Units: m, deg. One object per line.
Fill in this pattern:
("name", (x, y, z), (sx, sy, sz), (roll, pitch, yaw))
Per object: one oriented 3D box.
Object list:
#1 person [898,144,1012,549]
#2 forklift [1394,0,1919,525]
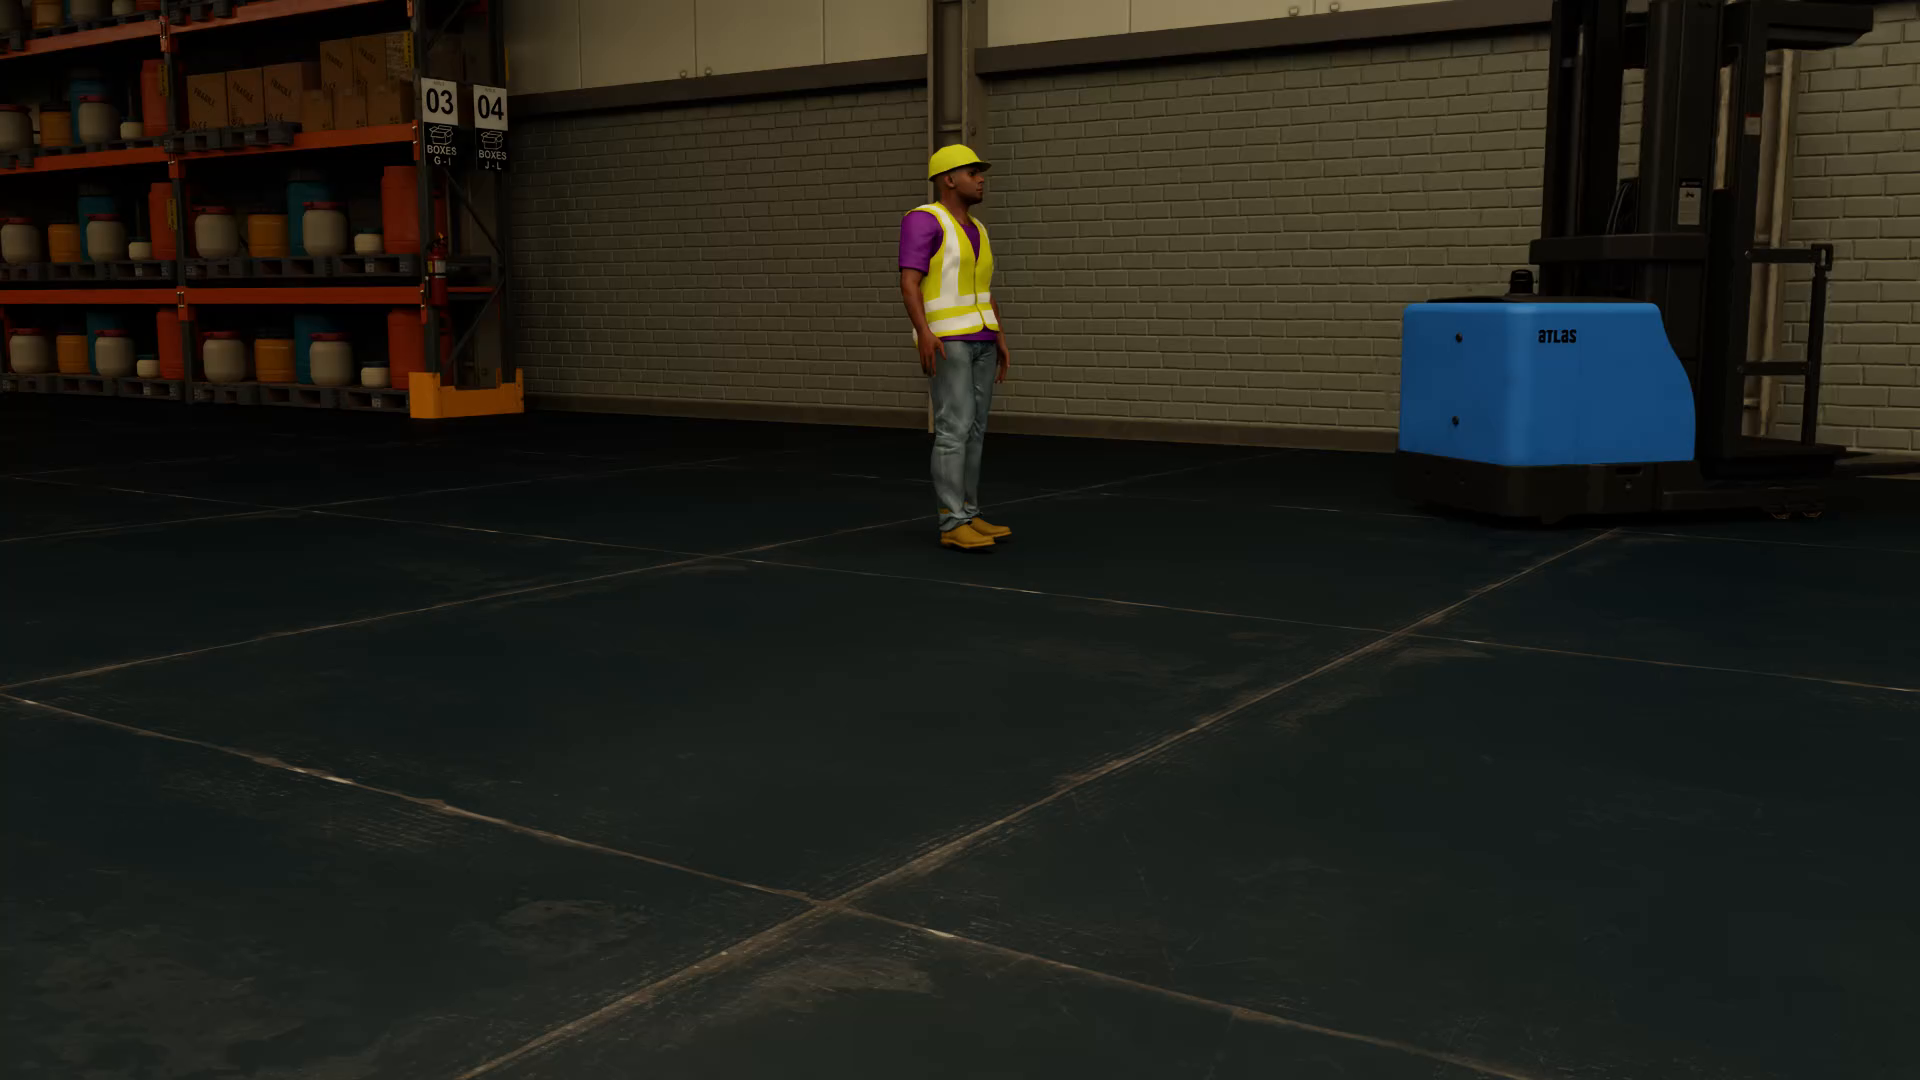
("person", (0.055, -0.876, 7.435), (0.575, 1.768, 0.665), (5, 10, 34))
("forklift", (3.855, -1.620, 8.585), (3.031, 2.935, 1.130), (-3, 9, -18))
